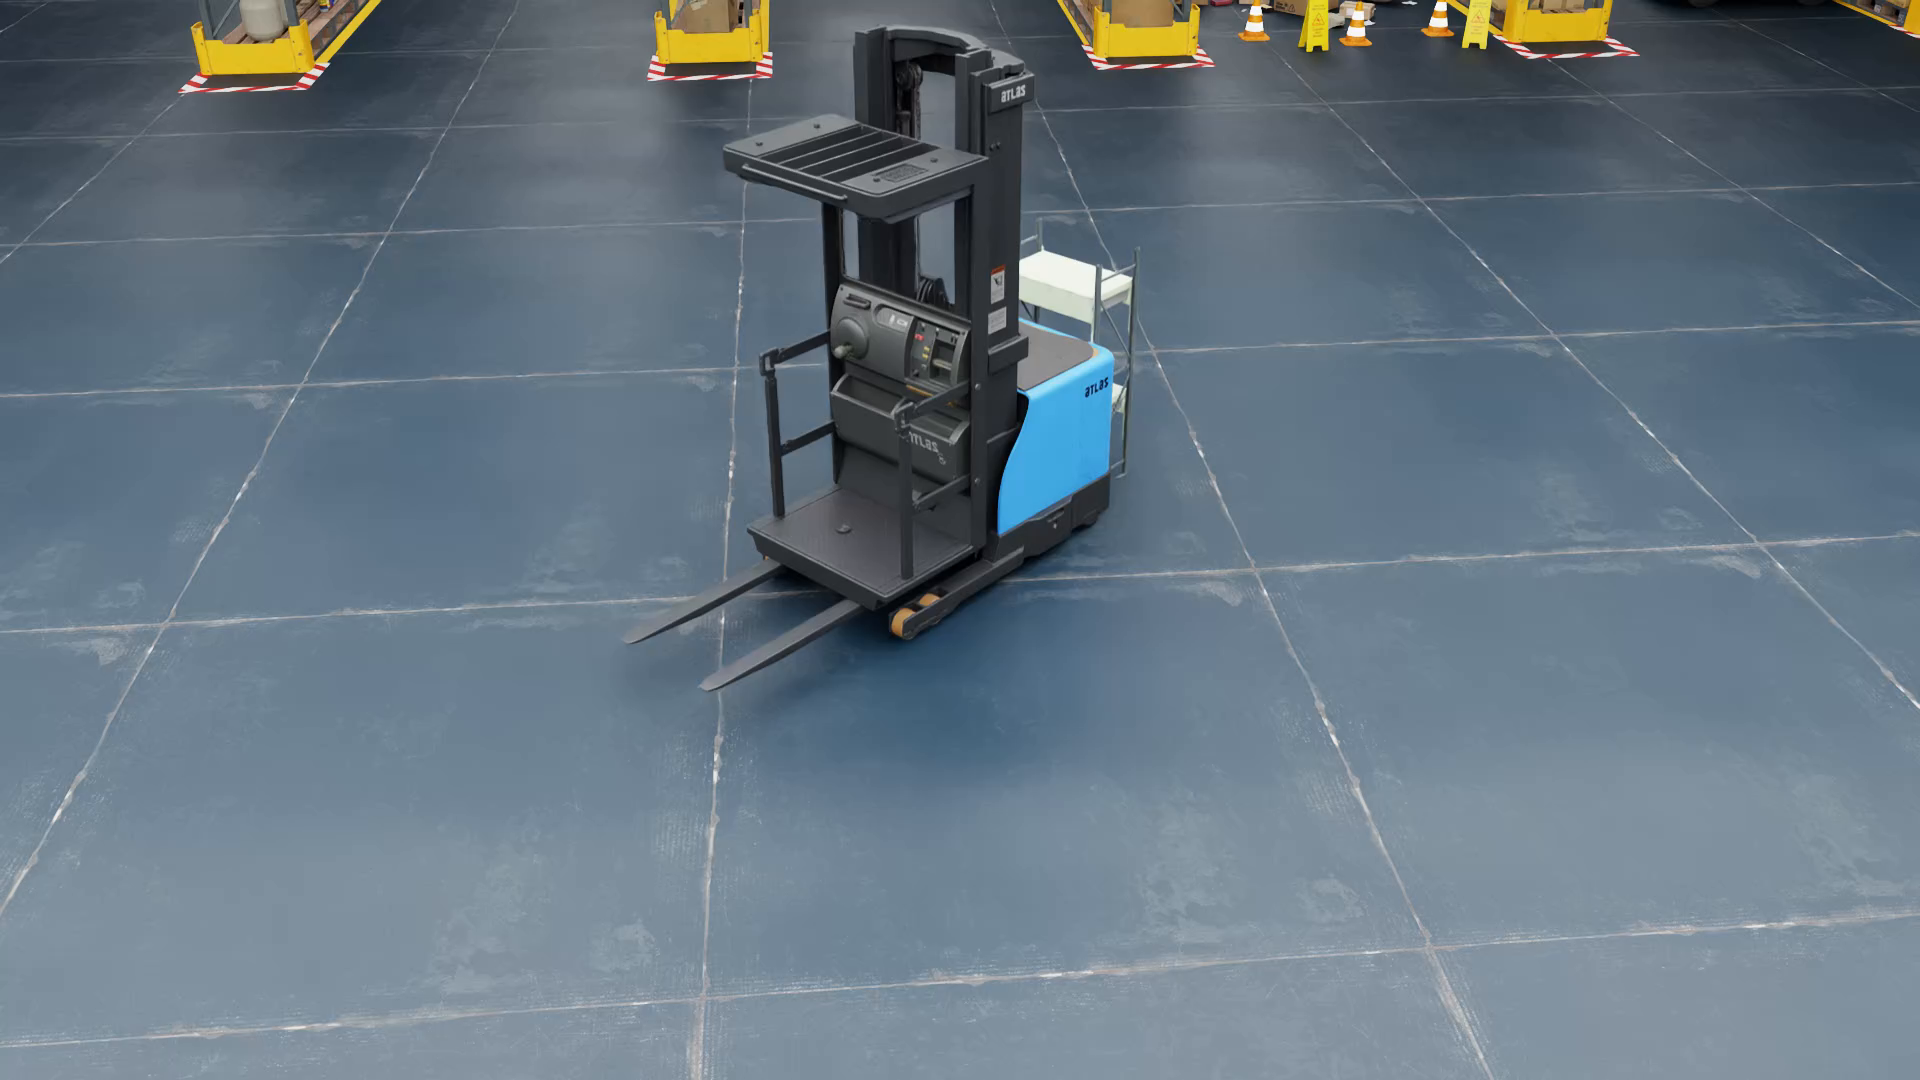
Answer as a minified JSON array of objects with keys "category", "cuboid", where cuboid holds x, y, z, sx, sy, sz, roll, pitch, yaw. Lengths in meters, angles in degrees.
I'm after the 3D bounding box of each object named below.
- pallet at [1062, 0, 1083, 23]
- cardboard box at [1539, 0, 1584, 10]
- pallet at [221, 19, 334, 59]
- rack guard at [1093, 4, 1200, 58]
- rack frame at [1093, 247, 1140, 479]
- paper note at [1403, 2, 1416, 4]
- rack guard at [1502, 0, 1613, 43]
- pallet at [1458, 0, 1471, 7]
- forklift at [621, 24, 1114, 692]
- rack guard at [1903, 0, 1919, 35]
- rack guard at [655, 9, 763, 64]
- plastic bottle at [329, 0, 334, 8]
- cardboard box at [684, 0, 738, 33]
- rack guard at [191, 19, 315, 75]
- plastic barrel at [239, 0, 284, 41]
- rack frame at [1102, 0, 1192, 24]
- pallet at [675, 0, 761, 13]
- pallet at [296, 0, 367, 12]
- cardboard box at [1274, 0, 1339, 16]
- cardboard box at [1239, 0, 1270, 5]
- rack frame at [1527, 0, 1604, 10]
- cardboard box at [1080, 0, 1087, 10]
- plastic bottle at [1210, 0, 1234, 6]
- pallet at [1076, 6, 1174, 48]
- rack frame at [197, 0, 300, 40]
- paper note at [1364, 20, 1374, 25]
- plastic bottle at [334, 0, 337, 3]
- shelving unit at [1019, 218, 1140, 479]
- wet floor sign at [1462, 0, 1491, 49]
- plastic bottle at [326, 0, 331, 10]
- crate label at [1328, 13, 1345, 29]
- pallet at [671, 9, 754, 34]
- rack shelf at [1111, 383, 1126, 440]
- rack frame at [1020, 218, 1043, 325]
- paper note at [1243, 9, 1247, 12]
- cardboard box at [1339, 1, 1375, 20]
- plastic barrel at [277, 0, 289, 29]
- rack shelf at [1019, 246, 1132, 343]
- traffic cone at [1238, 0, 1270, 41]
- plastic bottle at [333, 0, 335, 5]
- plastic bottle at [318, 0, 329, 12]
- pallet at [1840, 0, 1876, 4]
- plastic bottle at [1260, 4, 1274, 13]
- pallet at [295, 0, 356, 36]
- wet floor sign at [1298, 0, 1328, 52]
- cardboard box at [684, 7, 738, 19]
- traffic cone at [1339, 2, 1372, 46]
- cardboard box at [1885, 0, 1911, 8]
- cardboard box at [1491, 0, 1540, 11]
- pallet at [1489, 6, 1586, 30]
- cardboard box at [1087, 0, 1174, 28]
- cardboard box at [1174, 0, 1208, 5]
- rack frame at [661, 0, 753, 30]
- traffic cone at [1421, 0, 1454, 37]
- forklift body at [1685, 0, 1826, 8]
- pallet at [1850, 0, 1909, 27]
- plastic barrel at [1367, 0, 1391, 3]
[{"category":"pallet","cuboid":[1.861,-6.742,20.831,1.003,0.211,1.213,-3,31,-5]},{"category":"cardboard box","cuboid":[7.243,-6.627,20.191,0.500,0.250,0.500,-3,31,-5]},{"category":"pallet","cuboid":[-7.879,-5.744,19.161,1.003,0.211,1.213,-3,31,-5]},{"category":"rack guard","cuboid":[2.127,-5.827,19.019,1.175,0.500,0.348,-3,31,-5]},{"category":"rack frame","cuboid":[0.910,-0.985,9.936,0.023,1.500,0.400,24,39,35]},{"category":"paper note","cuboid":[5.735,-6.848,21.185,0.142,0.019,0.148,-14,33,-22]},{"category":"rack guard","cuboid":[7.036,-6.167,19.588,1.175,0.500,0.348,-3,31,-5]},{"category":"pallet","cuboid":[6.885,-7.081,21.399,1.003,0.211,1.213,-3,31,-5]},{"category":"forklift","cuboid":[-0.465,-1.021,8.601,1.130,2.935,3.031,25,39,35]},{"category":"rack guard","cuboid":[11.987,-6.356,19.903,1.175,0.500,0.348,-3,31,-5]},{"category":"rack guard","cuboid":[-2.831,-5.692,18.793,1.175,0.500,0.348,-3,31,-5]},{"category":"plastic bottle","cuboid":[-7.617,-6.569,20.043,0.061,0.283,0.133,-2,31,-4]},{"category":"cardboard box","cuboid":[-2.865,-6.154,19.155,0.500,0.500,0.500,3,31,5]},{"category":"rack guard","cuboid":[-7.809,-5.453,18.392,1.175,0.500,0.348,-3,31,-5]},{"category":"plastic barrel","cuboid":[-7.892,-5.934,18.776,0.421,0.512,0.421,0,31,0]},{"category":"rack frame","cuboid":[2.124,-6.913,18.398,1.000,3.000,0.127,-3,31,-5]},{"category":"pallet","cuboid":[-2.982,-6.606,20.604,1.003,0.211,1.213,-3,31,-5]},{"category":"pallet","cuboid":[-8.107,-6.990,21.246,1.003,0.211,1.213,-3,31,-5]},{"category":"cardboard box","cuboid":[4.359,-6.905,20.820,0.637,0.503,0.797,27,40,37]},{"category":"cardboard box","cuboid":[3.745,-6.992,21.197,0.396,0.266,0.258,2,31,4]},{"category":"rack frame","cuboid":[7.043,-7.202,18.882,1.000,3.000,0.127,-3,31,-5]},{"category":"cardboard box","cuboid":[1.911,-6.973,20.162,0.875,0.875,0.875,-3,31,-5]},{"category":"plastic bottle","cuboid":[3.336,-6.843,21.146,0.283,0.061,0.133,-14,33,-22]},{"category":"pallet","cuboid":[1.972,-6.120,19.791,1.003,0.211,1.213,-3,31,-5]},{"category":"rack frame","cuboid":[-7.755,-6.490,17.690,1.000,3.000,0.127,-3,31,-5]},{"category":"paper note","cuboid":[4.973,-6.314,20.291,0.148,0.019,0.142,-14,33,-22]},{"category":"plastic bottle","cuboid":[-7.655,-6.674,20.230,0.097,0.271,0.097,0,31,0]},{"category":"shelving unit","cuboid":[0.636,-1.109,10.144,0.755,1.500,0.431,24,39,35]},{"category":"wet floor sign","cuboid":[5.996,-6.043,19.237,0.267,0.644,0.232,8,32,13]},{"category":"plastic bottle","cuboid":[-7.624,-6.471,19.957,0.097,0.201,0.097,0,31,0]},{"category":"crate label","cuboid":[4.510,-6.302,20.167,0.250,0.136,0.298,-20,36,-30]},{"category":"pallet","cuboid":[-2.871,-5.985,19.564,1.003,0.211,1.213,-3,31,-5]},{"category":"rack shelf","cuboid":[0.636,-0.829,10.311,0.720,0.370,0.431,24,39,35]},{"category":"rack frame","cuboid":[0.361,-1.233,10.352,0.023,1.500,0.400,24,39,35]},{"category":"paper note","cuboid":[3.565,-6.647,20.868,0.032,0.001,0.123,13,33,21]},{"category":"cardboard box","cuboid":[4.910,-6.550,20.570,0.380,0.149,0.250,13,33,21]},{"category":"plastic barrel","cuboid":[-7.939,-6.190,19.205,0.421,0.512,0.421,0,31,0]},{"category":"rack shelf","cuboid":[0.636,-1.444,9.944,0.720,0.370,0.431,24,39,35]},{"category":"traffic cone","cuboid":[3.489,-6.163,19.617,0.336,0.463,0.334,-3,31,-5]},{"category":"plastic bottle","cuboid":[-7.646,-6.623,20.144,0.097,0.271,0.097,0,31,0]},{"category":"plastic bottle","cuboid":[-7.614,-6.448,19.851,0.097,0.271,0.097,0,31,0]},{"category":"pallet","cuboid":[11.761,-7.254,21.689,1.003,0.211,1.213,-3,31,-5]},{"category":"plastic bottle","cuboid":[3.806,-6.677,20.869,0.133,0.061,0.283,-14,33,-22]},{"category":"pallet","cuboid":[-7.990,-6.365,20.201,1.003,0.211,1.213,-3,31,-5]},{"category":"wet floor sign","cuboid":[4.098,-5.982,19.136,0.267,0.644,0.232,-8,32,-13]},{"category":"cardboard box","cuboid":[-2.955,-6.457,19.663,0.500,0.500,0.500,5,31,8]},{"category":"traffic cone","cuboid":[4.645,-6.043,19.417,0.336,0.463,0.334,-3,31,-5]},{"category":"cardboard box","cuboid":[11.626,-6.666,20.257,0.500,0.250,0.500,-3,31,-4]},{"category":"cardboard box","cuboid":[6.698,-6.614,20.169,0.500,0.250,0.500,-3,31,-5]},{"category":"pallet","cuboid":[6.995,-6.460,20.359,1.003,0.211,1.213,-3,31,-5]},{"category":"cardboard box","cuboid":[1.995,-6.524,19.410,0.875,0.875,0.875,-3,31,-4]},{"category":"cardboard box","cuboid":[2.917,-7.140,21.213,0.500,0.500,0.500,2,31,4]},{"category":"rack frame","cuboid":[-2.823,-6.727,18.087,1.000,3.000,0.127,-3,31,-5]},{"category":"traffic cone","cuboid":[5.719,-6.270,19.796,0.336,0.463,0.334,-3,31,-5]},{"category":"forklift body","cuboid":[9.991,-7.958,20.975,2.313,2.155,1.214,-3,31,-5]},{"category":"pallet","cuboid":[11.872,-6.633,20.648,1.003,0.211,1.213,-3,31,-5]},{"category":"plastic barrel","cuboid":[5.343,-7.078,21.186,0.512,0.421,0.421,20,36,29]}]
